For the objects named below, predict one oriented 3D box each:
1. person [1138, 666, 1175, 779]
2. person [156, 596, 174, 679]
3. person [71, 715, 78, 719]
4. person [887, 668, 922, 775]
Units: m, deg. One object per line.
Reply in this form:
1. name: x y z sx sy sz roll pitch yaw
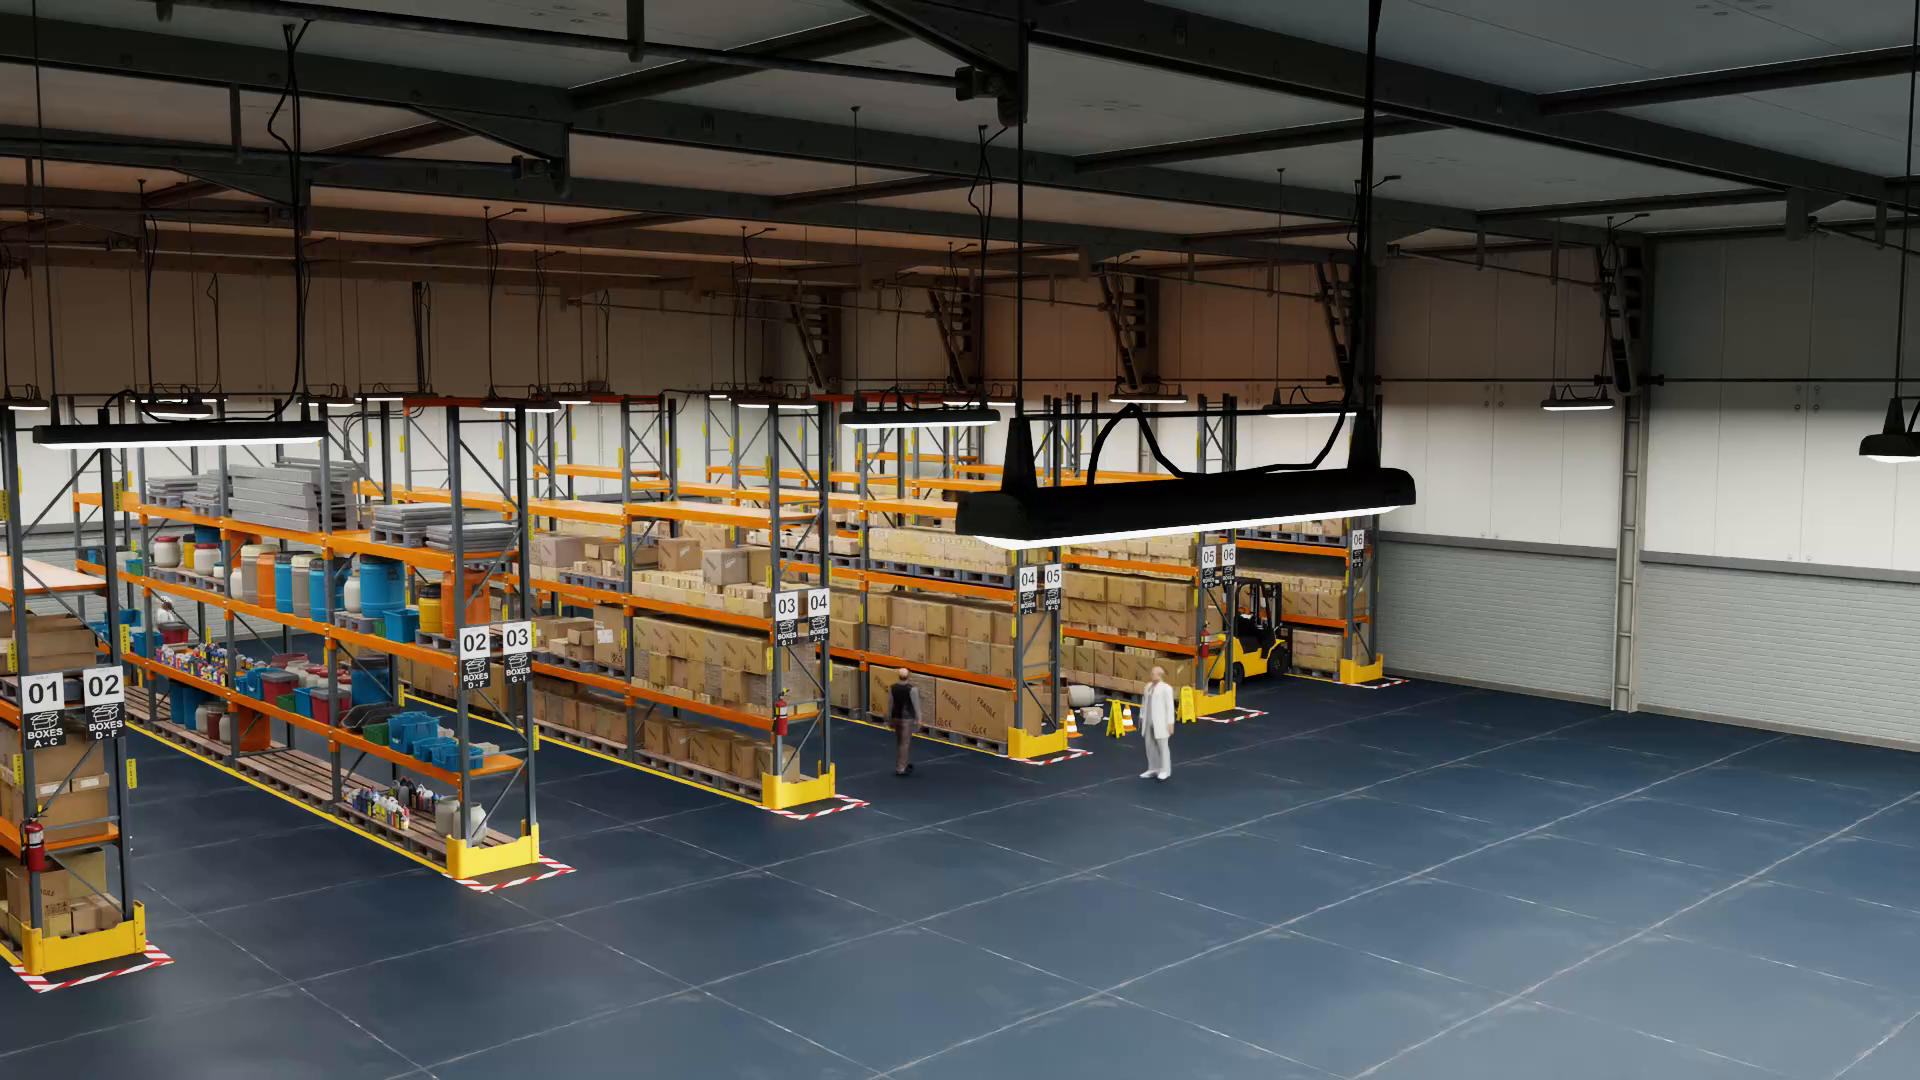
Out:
1. person: 3.131 2.907 26.390 0.432 1.824 0.716 -5 8 -45
2. person: -16.788 2.062 34.992 0.655 1.758 0.644 5 7 41
3. person: -13.600 3.067 25.242 0.850 1.654 0.510 3 6 27
4. person: -0.848 2.895 26.760 0.568 1.720 0.596 5 8 44
